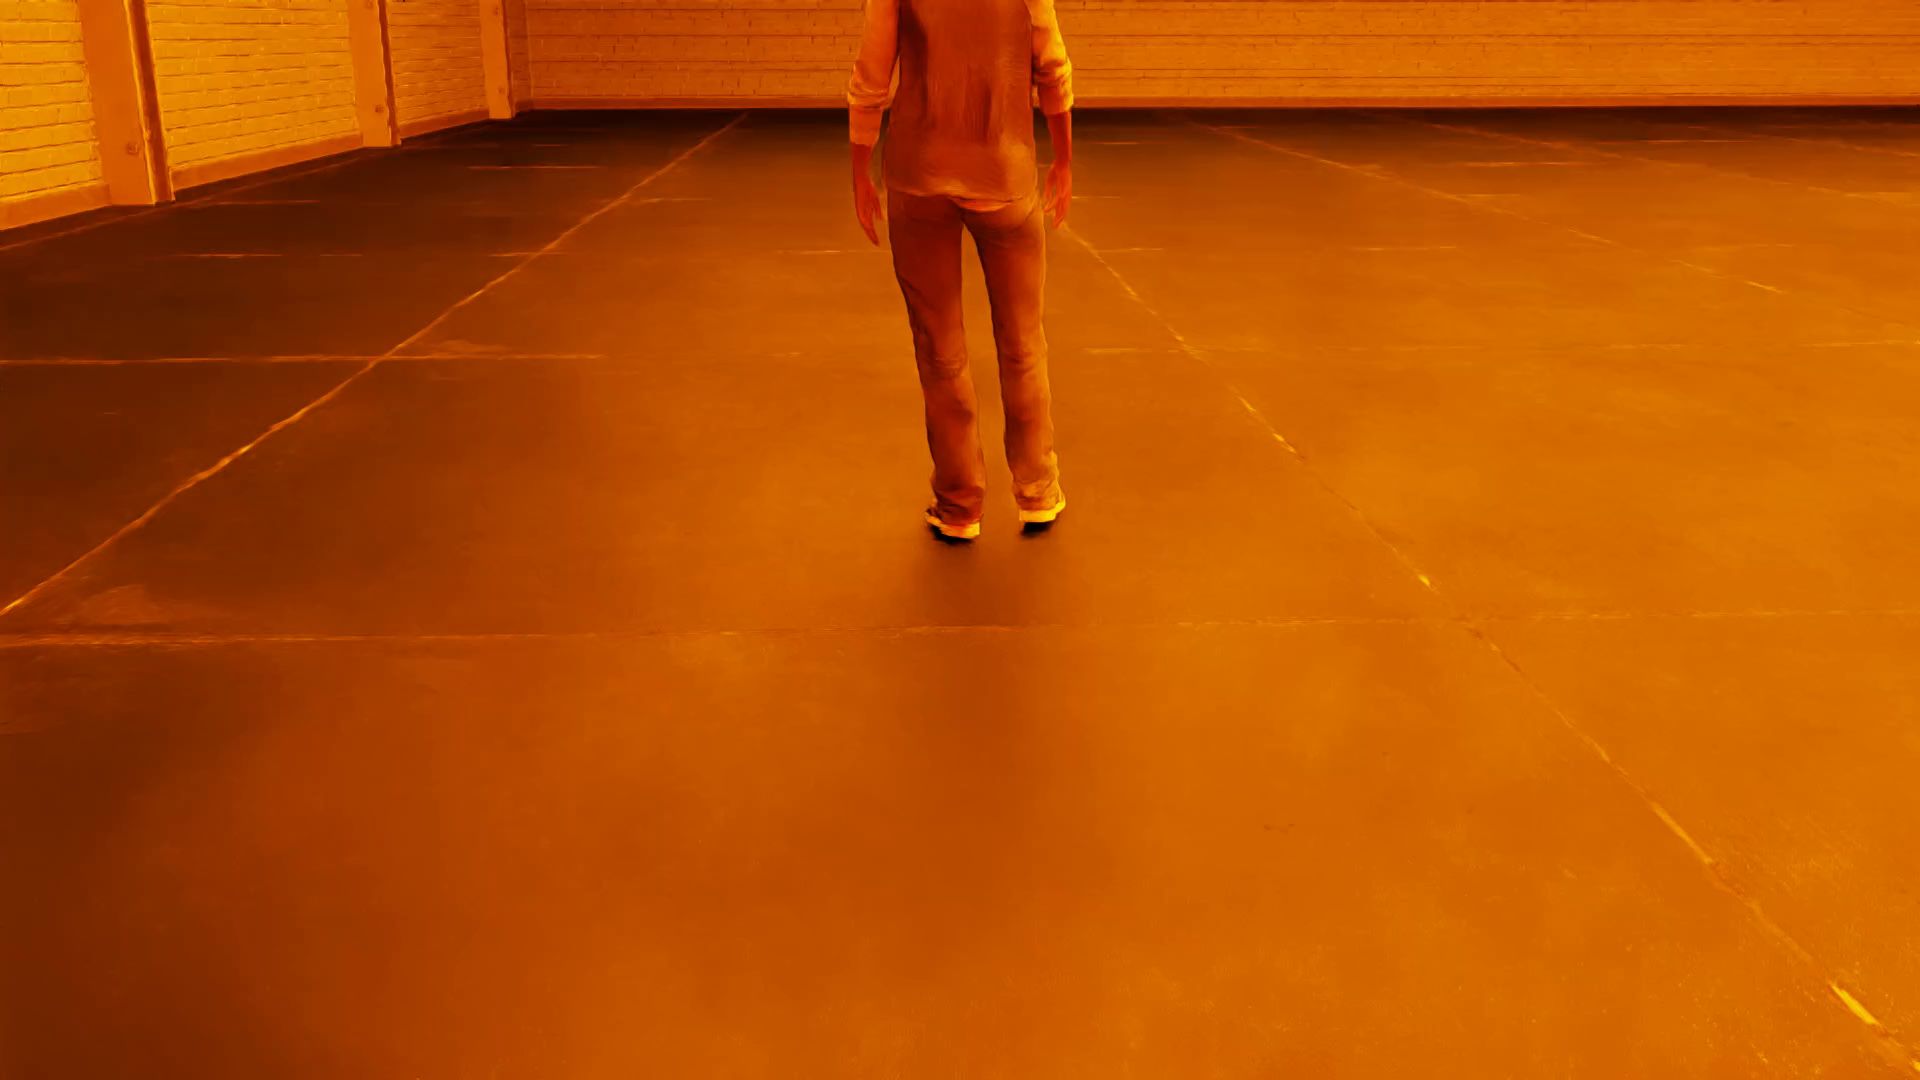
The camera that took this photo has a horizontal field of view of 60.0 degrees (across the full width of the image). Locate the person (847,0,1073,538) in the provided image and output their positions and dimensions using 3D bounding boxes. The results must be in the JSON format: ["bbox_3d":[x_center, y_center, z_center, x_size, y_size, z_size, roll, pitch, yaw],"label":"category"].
[{"bbox_3d":[0.010,-0.792,3.754,0.521,1.597,0.474,-1,17,-3],"label":"person"}]
